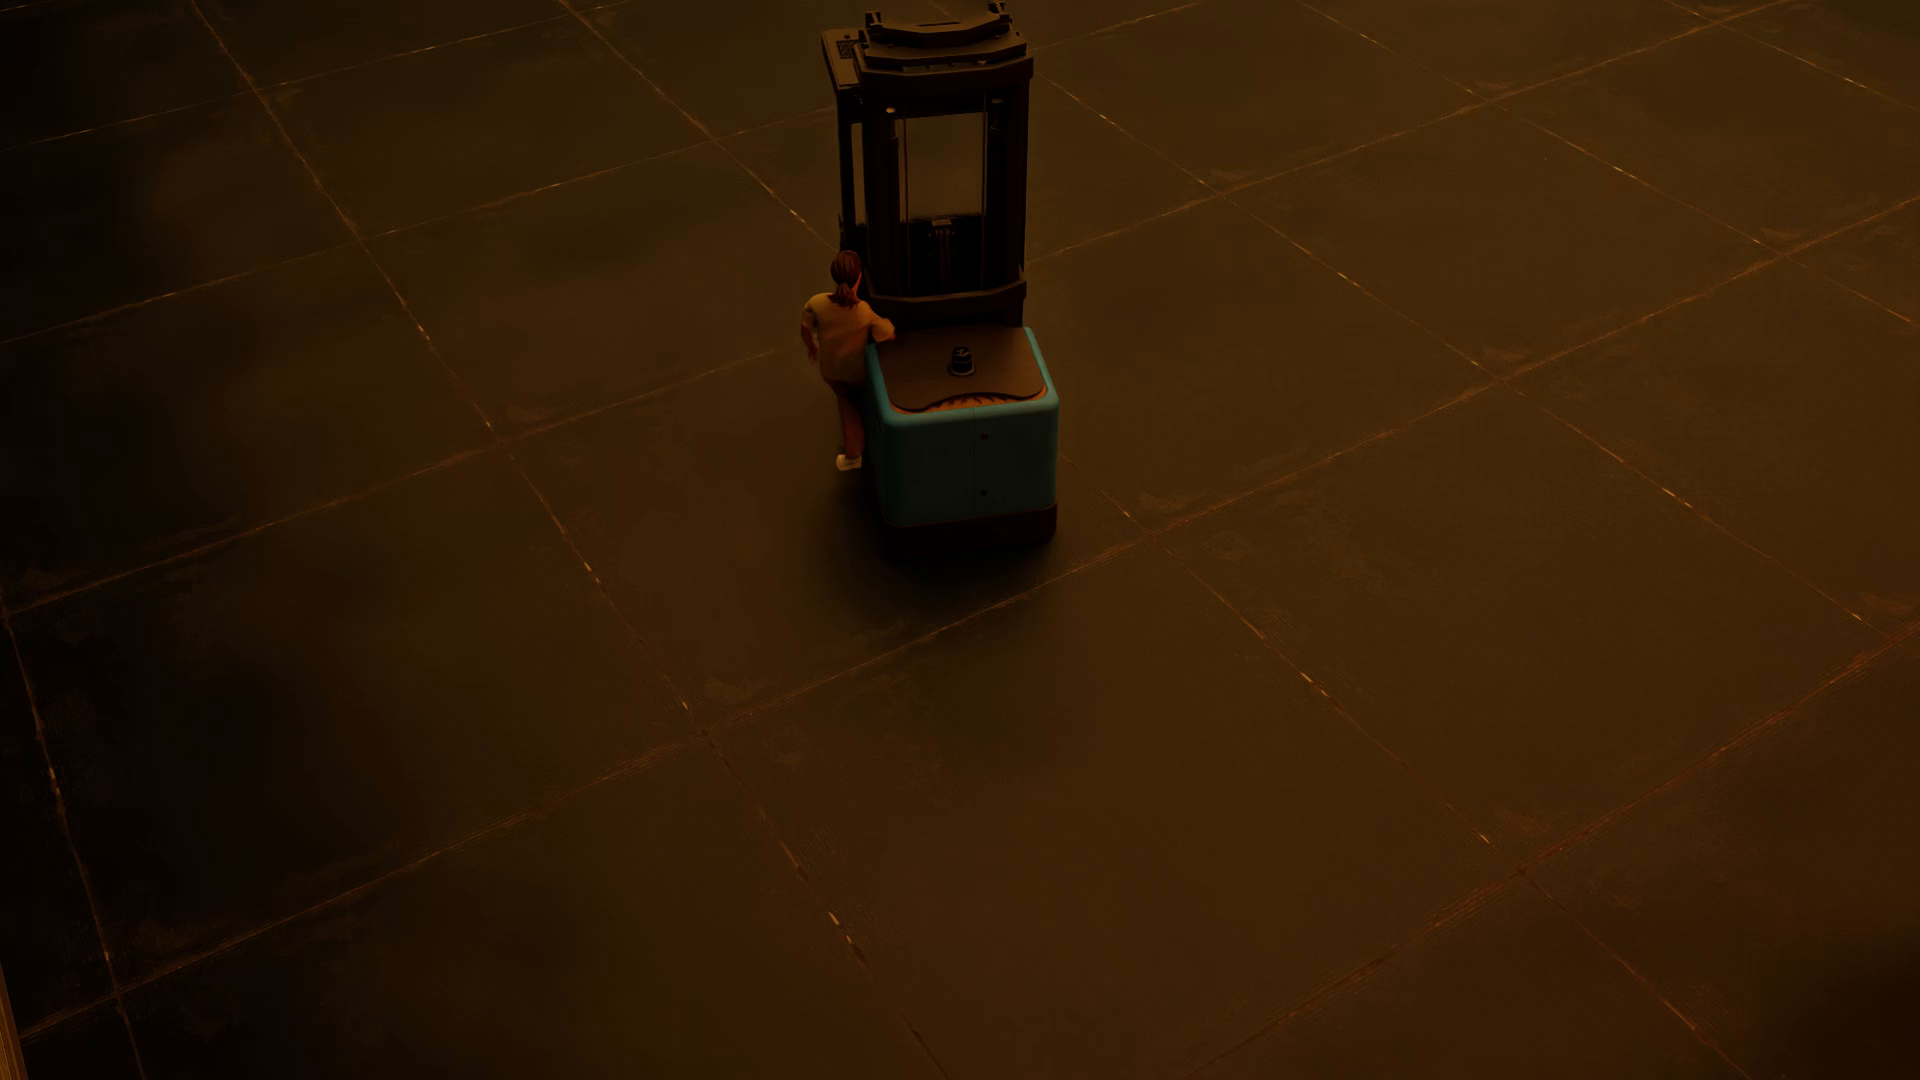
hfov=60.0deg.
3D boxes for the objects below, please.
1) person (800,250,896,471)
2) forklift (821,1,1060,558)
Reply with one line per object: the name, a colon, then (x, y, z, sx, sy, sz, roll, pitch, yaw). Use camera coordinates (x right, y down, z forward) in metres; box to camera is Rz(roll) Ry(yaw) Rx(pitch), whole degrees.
person: (-0.575, -1.140, 10.114, 0.695, 1.591, 0.706, 12, 42, 13)
forklift: (-0.198, -1.975, 10.131, 1.130, 2.935, 3.031, -7, 42, -8)
